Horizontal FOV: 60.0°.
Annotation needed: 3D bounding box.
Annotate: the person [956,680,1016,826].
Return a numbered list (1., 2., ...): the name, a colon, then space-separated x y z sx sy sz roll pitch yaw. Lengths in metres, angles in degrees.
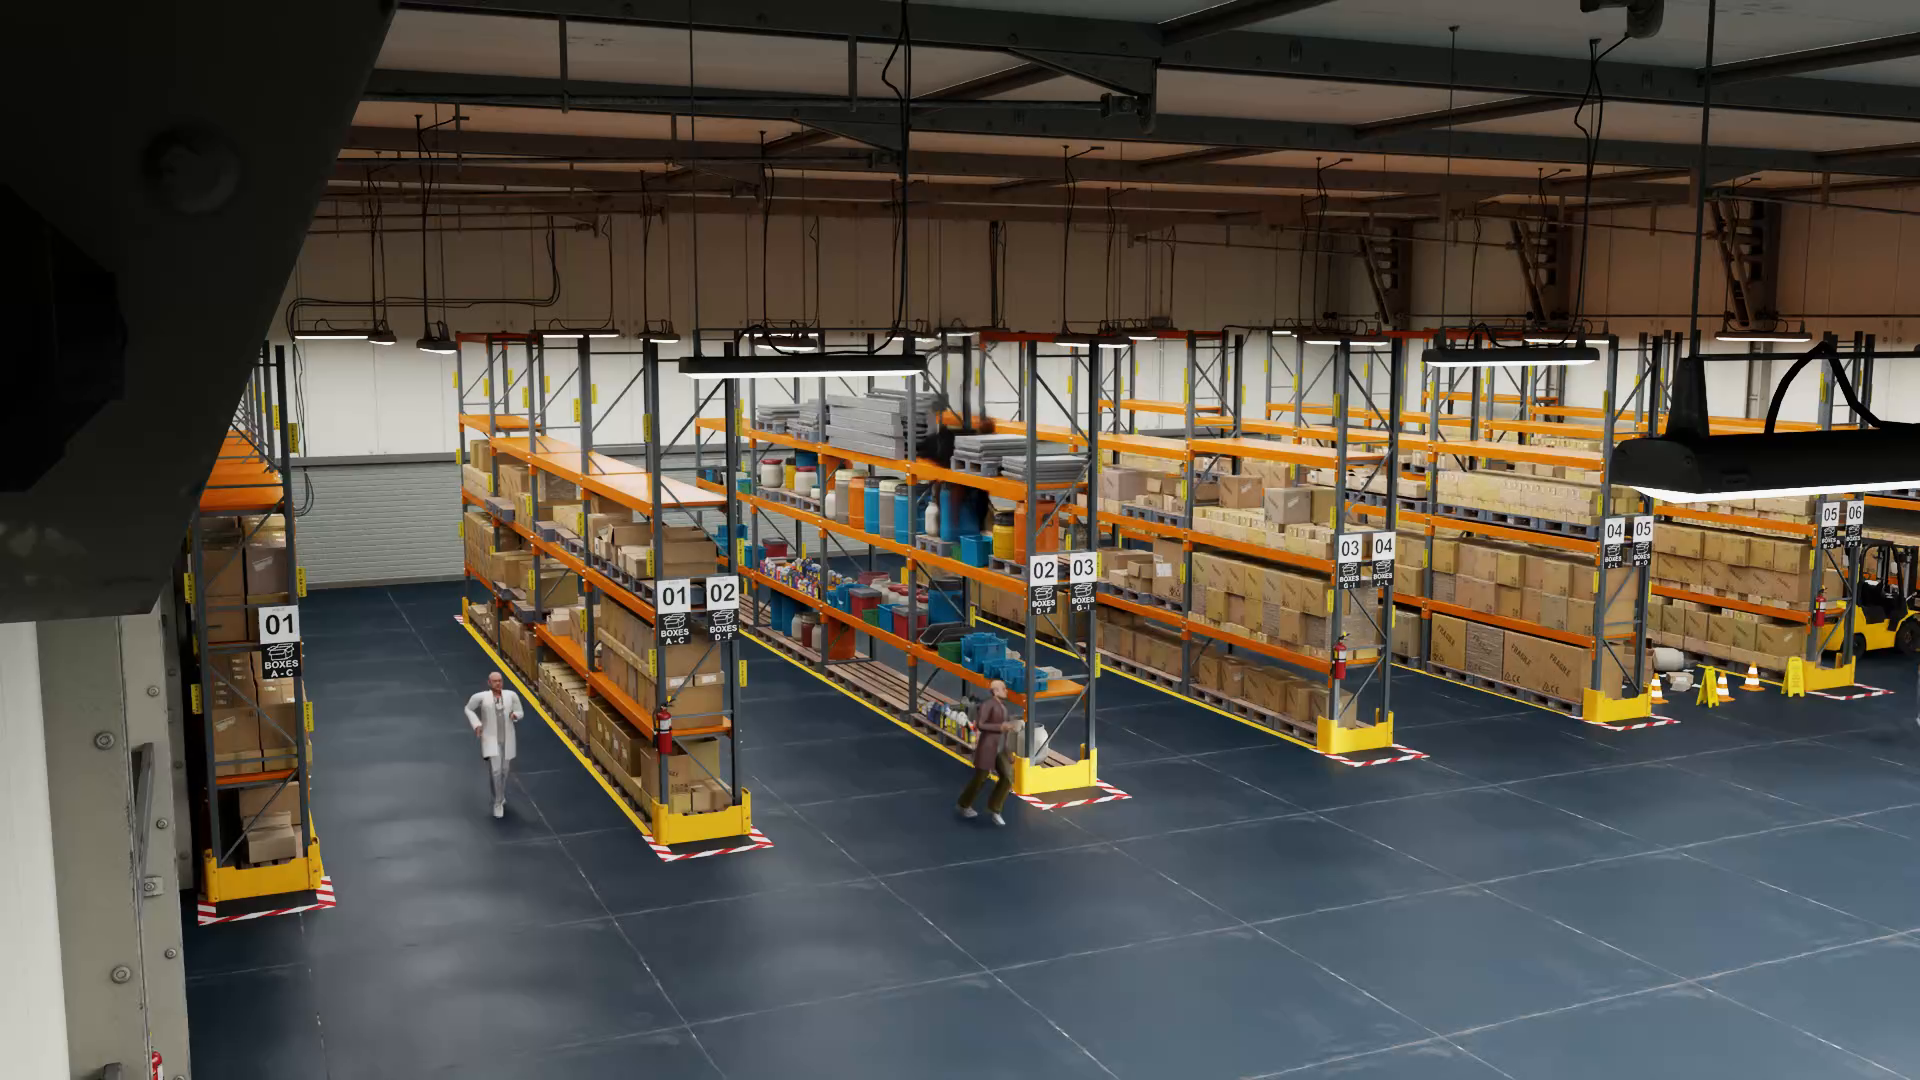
1. person: 0.415 2.661 20.970 0.794 1.806 0.710 6 10 39

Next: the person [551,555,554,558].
1. person: -8.755 0.683 35.956 0.592 1.633 0.715 2 8 17

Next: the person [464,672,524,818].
1. person: -5.901 2.598 21.255 0.682 1.841 0.773 -5 9 -33
